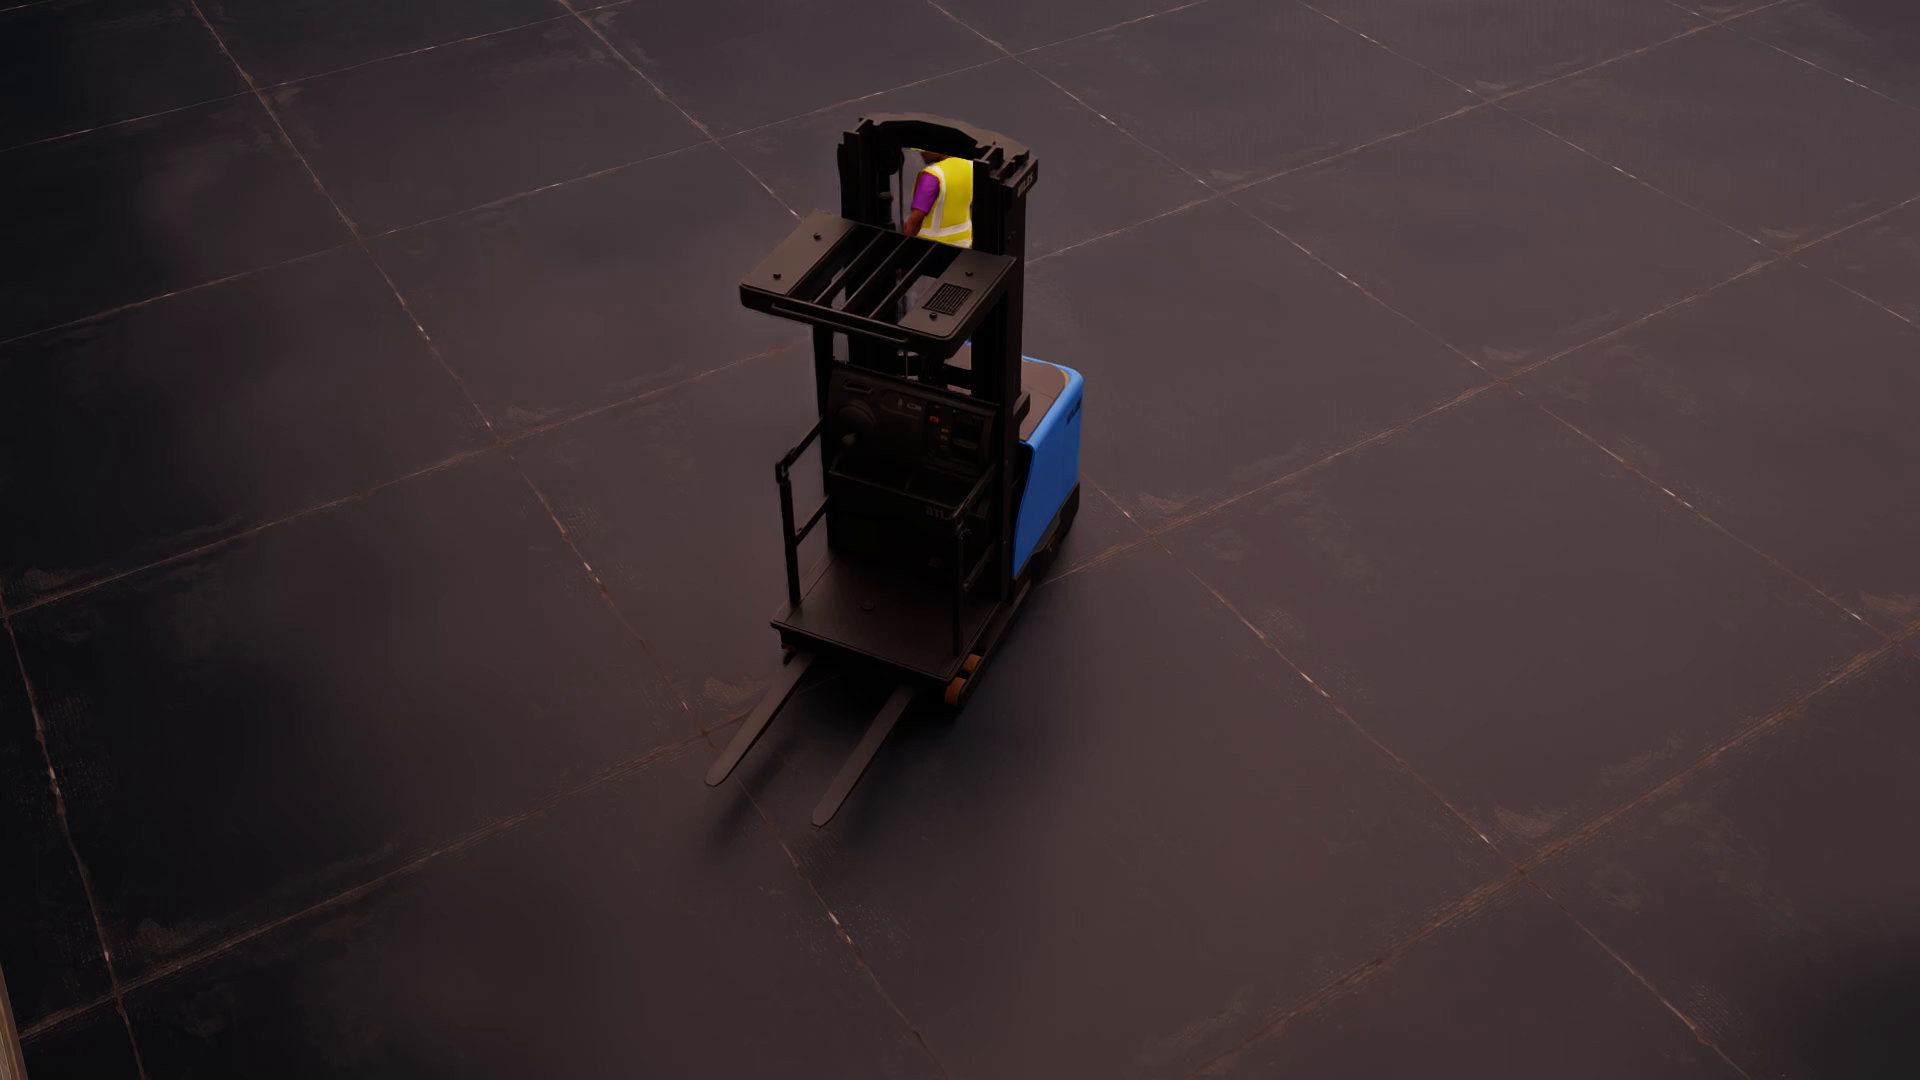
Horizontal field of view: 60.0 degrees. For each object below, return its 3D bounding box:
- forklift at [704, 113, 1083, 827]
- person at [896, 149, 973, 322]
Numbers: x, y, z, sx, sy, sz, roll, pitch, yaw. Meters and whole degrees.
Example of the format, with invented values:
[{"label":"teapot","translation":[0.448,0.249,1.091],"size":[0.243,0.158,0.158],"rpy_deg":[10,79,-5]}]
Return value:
[{"label":"forklift","translation":[-0.349,-0.524,8.471],"size":[1.130,2.935,3.031],"rpy_deg":[17,44,18]},{"label":"person","translation":[-0.173,-2.060,11.206],"size":[0.836,1.664,0.621],"rpy_deg":[-21,45,-22]}]
